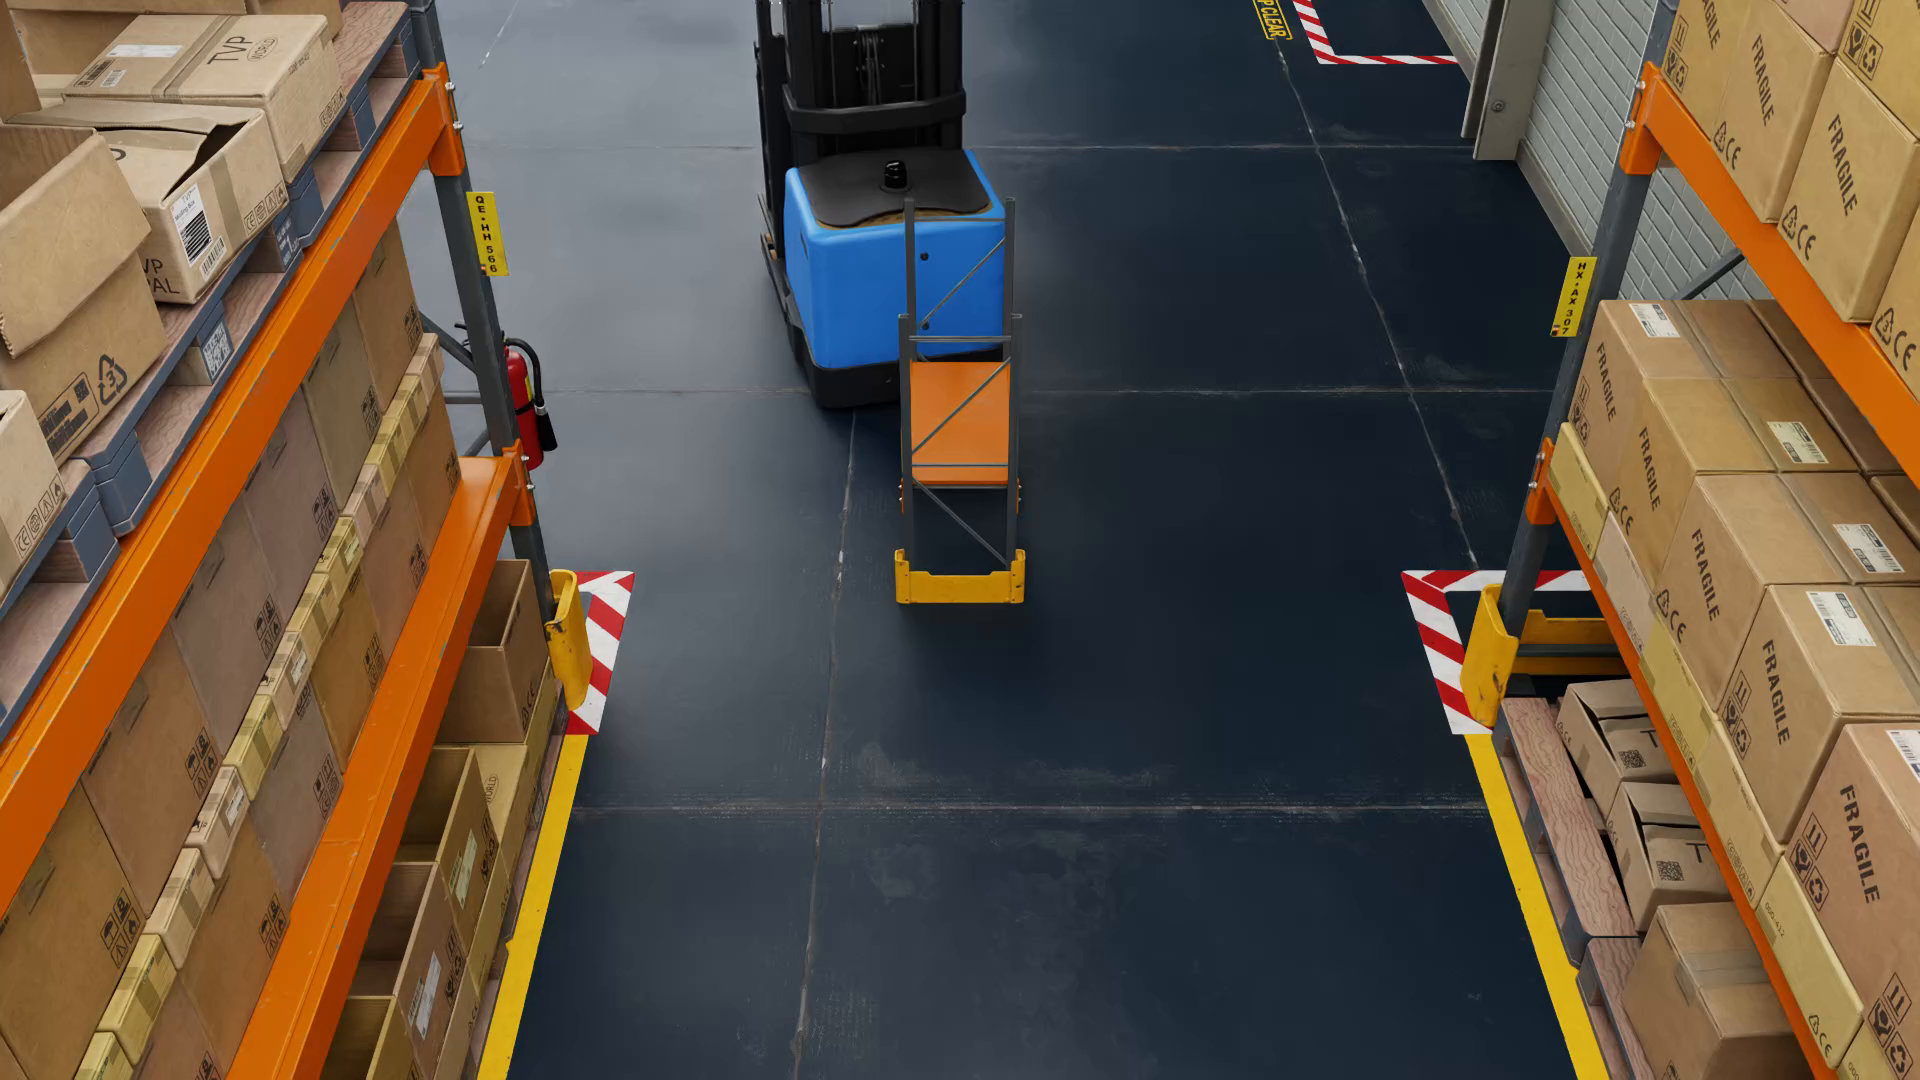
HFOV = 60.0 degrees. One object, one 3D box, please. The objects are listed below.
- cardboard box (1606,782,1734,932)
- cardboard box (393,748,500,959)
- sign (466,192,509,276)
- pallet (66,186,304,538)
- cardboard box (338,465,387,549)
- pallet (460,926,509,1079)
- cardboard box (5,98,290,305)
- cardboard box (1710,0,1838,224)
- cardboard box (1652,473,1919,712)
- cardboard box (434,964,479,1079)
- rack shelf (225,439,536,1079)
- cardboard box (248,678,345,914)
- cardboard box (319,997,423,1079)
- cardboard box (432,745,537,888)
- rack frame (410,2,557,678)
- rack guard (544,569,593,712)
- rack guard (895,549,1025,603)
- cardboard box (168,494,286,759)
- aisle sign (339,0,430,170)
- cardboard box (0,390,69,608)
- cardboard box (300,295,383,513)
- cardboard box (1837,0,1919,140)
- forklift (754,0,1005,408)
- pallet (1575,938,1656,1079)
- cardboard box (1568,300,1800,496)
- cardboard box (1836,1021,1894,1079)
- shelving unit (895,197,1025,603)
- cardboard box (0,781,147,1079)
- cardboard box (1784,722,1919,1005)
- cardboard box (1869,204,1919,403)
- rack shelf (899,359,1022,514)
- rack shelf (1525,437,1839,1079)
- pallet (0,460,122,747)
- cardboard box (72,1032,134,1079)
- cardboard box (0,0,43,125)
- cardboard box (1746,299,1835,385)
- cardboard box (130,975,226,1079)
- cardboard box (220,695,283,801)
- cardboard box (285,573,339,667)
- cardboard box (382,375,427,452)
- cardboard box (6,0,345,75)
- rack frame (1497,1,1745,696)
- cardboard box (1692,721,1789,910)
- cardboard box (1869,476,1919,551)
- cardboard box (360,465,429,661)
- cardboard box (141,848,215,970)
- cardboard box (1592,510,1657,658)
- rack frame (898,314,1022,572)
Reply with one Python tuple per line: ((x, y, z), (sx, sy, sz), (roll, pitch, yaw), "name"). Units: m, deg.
((2.669, 1.129, 5.986), (0.500, 0.311, 0.500), (3, 39, 4), "cardboard box")
((-1.882, 1.045, 5.556), (0.500, 0.500, 0.500), (0, 39, 0), "cardboard box")
((-1.654, -1.068, 5.814), (0.100, 0.325, 0.005), (0, 39, 0), "sign")
((-2.217, -0.461, 3.844), (1.003, 0.211, 1.213), (0, 39, 0), "pallet")
((-2.005, -0.104, 5.128), (0.380, 0.149, 0.250), (0, 39, 1), "cardboard box")
((-2.155, 1.796, 5.586), (1.003, 0.211, 1.213), (0, 39, 0), "pallet")
((-1.931, -0.818, 3.843), (0.500, 0.311, 0.500), (4, 39, 5), "cardboard box")
((2.473, -1.210, 4.612), (0.500, 0.500, 0.500), (2, 39, 3), "cardboard box")
((2.442, 0.151, 4.912), (0.500, 0.500, 0.500), (-1, 39, -2), "cardboard box")
((-1.886, 1.651, 5.400), (0.500, 0.250, 0.500), (0, 39, 0), "cardboard box")
((-2.194, 1.000, 4.925), (1.077, 0.370, 4.000), (0, 39, 0), "rack shelf")
((-2.204, 0.689, 4.657), (0.700, 0.500, 0.500), (1, 39, 1), "cardboard box")
((-1.880, 1.671, 4.775), (0.500, 0.500, 0.500), (0, 39, 0), "cardboard box")
((-1.888, 1.025, 6.181), (0.500, 0.250, 0.500), (0, 39, 0), "cardboard box")
((-2.196, -0.532, 6.260), (1.000, 3.000, 0.127), (0, 39, 0), "rack frame")
((-2.196, 0.429, 7.061), (1.175, 0.500, 0.348), (0, 39, 0), "rack guard")
((0.000, 0.166, 7.588), (0.587, 0.250, 0.087), (0, 39, 0), "rack guard")
((-2.200, 0.205, 4.223), (0.700, 0.500, 0.500), (0, 39, 0), "cardboard box")
((-1.903, -1.587, 5.499), (0.394, 0.787, 0.004), (0, 39, 0), "aisle sign")
((-1.929, -0.037, 2.868), (0.500, 0.311, 0.500), (-2, 39, -3), "cardboard box")
((-2.202, -0.423, 5.007), (0.700, 0.500, 0.500), (-1, 39, -1), "cardboard box")
((2.477, -1.270, 3.887), (0.500, 0.500, 0.500), (1, 39, 1), "cardboard box")
((-0.586, -2.763, 9.100), (1.130, 2.935, 3.031), (-9, 39, -11), "forklift")
((2.722, 1.867, 5.497), (1.003, 0.211, 1.213), (0, 39, 0), "pallet")
((2.457, -0.481, 5.701), (0.500, 0.500, 0.500), (0, 39, 0), "cardboard box")
((2.466, 1.407, 3.945), (0.500, 0.250, 0.500), (0, 39, 0), "cardboard box")
((0.000, -0.633, 7.586), (0.587, 1.500, 1.083), (0, 39, 0), "shelving unit")
((-2.200, 0.831, 3.443), (0.700, 0.500, 0.500), (0, 39, 0), "cardboard box")
((2.456, 0.799, 4.104), (0.500, 0.500, 0.500), (-1, 39, -1), "cardboard box")
((2.499, -0.550, 3.789), (0.500, 0.500, 0.500), (2, 39, 3), "cardboard box")
((0.000, -0.498, 7.706), (0.538, 0.185, 1.000), (0, 39, 0), "rack shelf")
((2.760, 0.994, 4.932), (1.077, 0.370, 4.000), (0, 39, 0), "rack shelf")
((-2.219, 0.300, 2.894), (1.003, 0.211, 1.213), (0, 39, 0), "pallet")
((-2.001, 1.191, 3.512), (0.380, 0.149, 0.250), (-1, 39, -1), "cardboard box")
((-2.468, -0.921, 3.820), (0.500, 0.500, 0.500), (0, 39, 0), "cardboard box")
((2.970, -0.485, 5.706), (0.500, 0.500, 0.500), (0, 39, -1), "cardboard box")
((-2.206, 1.323, 3.866), (0.700, 0.500, 0.500), (0, 39, -1), "cardboard box")
((-2.004, 0.541, 4.323), (0.380, 0.149, 0.250), (0, 39, 0), "cardboard box")
((-2.002, 0.225, 4.718), (0.380, 0.149, 0.250), (1, 39, 1), "cardboard box")
((-2.004, -0.421, 5.524), (0.380, 0.149, 0.250), (1, 39, 1), "cardboard box")
((-2.200, -1.602, 4.666), (0.797, 0.503, 0.637), (2, 39, 3), "cardboard box")
((2.757, -0.538, 6.268), (1.000, 3.000, 0.127), (0, 39, 0), "rack frame")
((2.448, 0.778, 4.730), (0.500, 0.250, 0.500), (0, 39, 0), "cardboard box")
((2.966, 0.153, 4.910), (0.500, 0.500, 0.500), (-1, 39, -1), "cardboard box")
((-2.203, 0.050, 5.455), (0.700, 0.500, 0.500), (1, 39, 1), "cardboard box")
((-2.001, 0.871, 3.912), (0.380, 0.149, 0.250), (-1, 39, -2), "cardboard box")
((2.455, 0.143, 5.522), (0.500, 0.250, 0.500), (-1, 39, -1), "cardboard box")
((0.000, -0.321, 7.196), (0.500, 1.500, 0.032), (0, 39, 0), "rack frame")
